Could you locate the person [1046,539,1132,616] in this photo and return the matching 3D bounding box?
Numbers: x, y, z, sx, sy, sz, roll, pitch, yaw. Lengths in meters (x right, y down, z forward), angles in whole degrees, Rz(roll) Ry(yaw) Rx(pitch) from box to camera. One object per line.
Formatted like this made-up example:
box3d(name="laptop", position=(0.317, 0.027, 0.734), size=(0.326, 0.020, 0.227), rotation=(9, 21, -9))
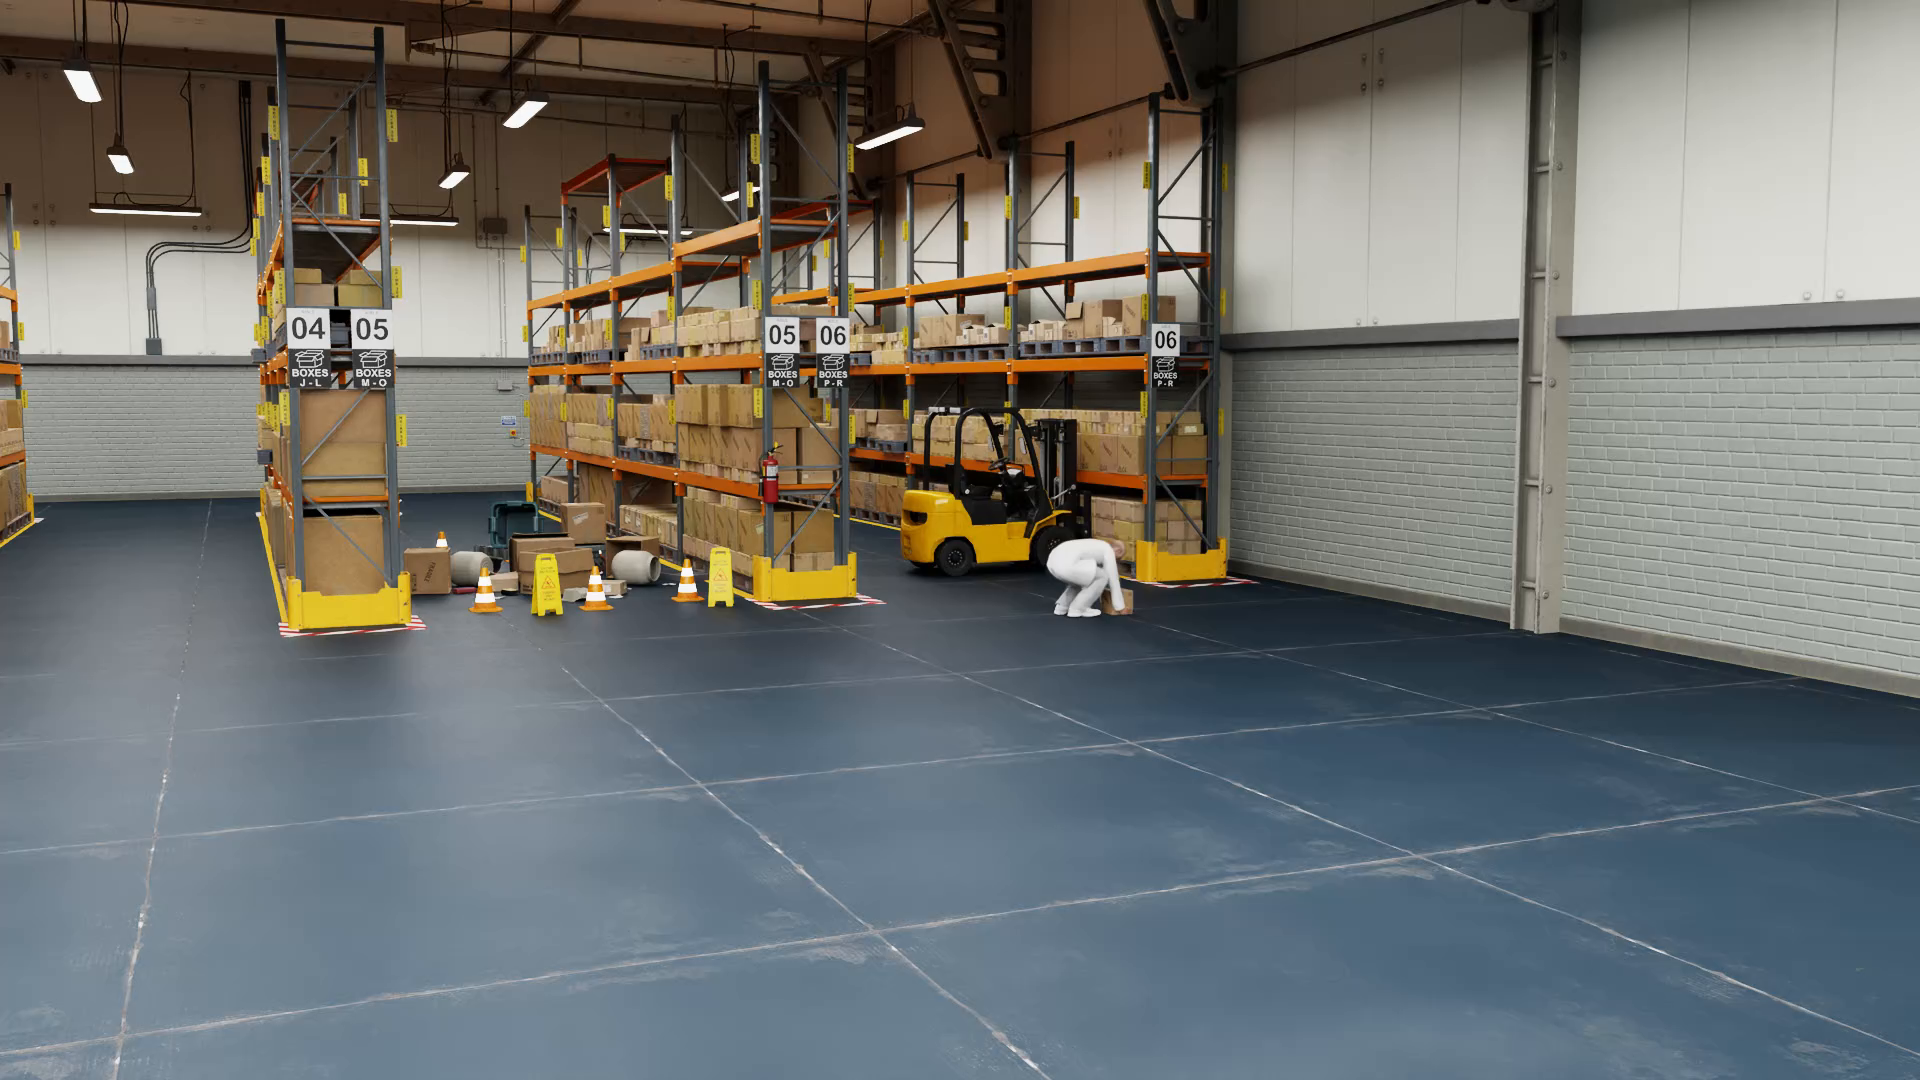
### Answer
box3d(name="person", position=(1.363, 0.409, 17.688), size=(0.947, 0.819, 0.577), rotation=(-2, 6, -25))
